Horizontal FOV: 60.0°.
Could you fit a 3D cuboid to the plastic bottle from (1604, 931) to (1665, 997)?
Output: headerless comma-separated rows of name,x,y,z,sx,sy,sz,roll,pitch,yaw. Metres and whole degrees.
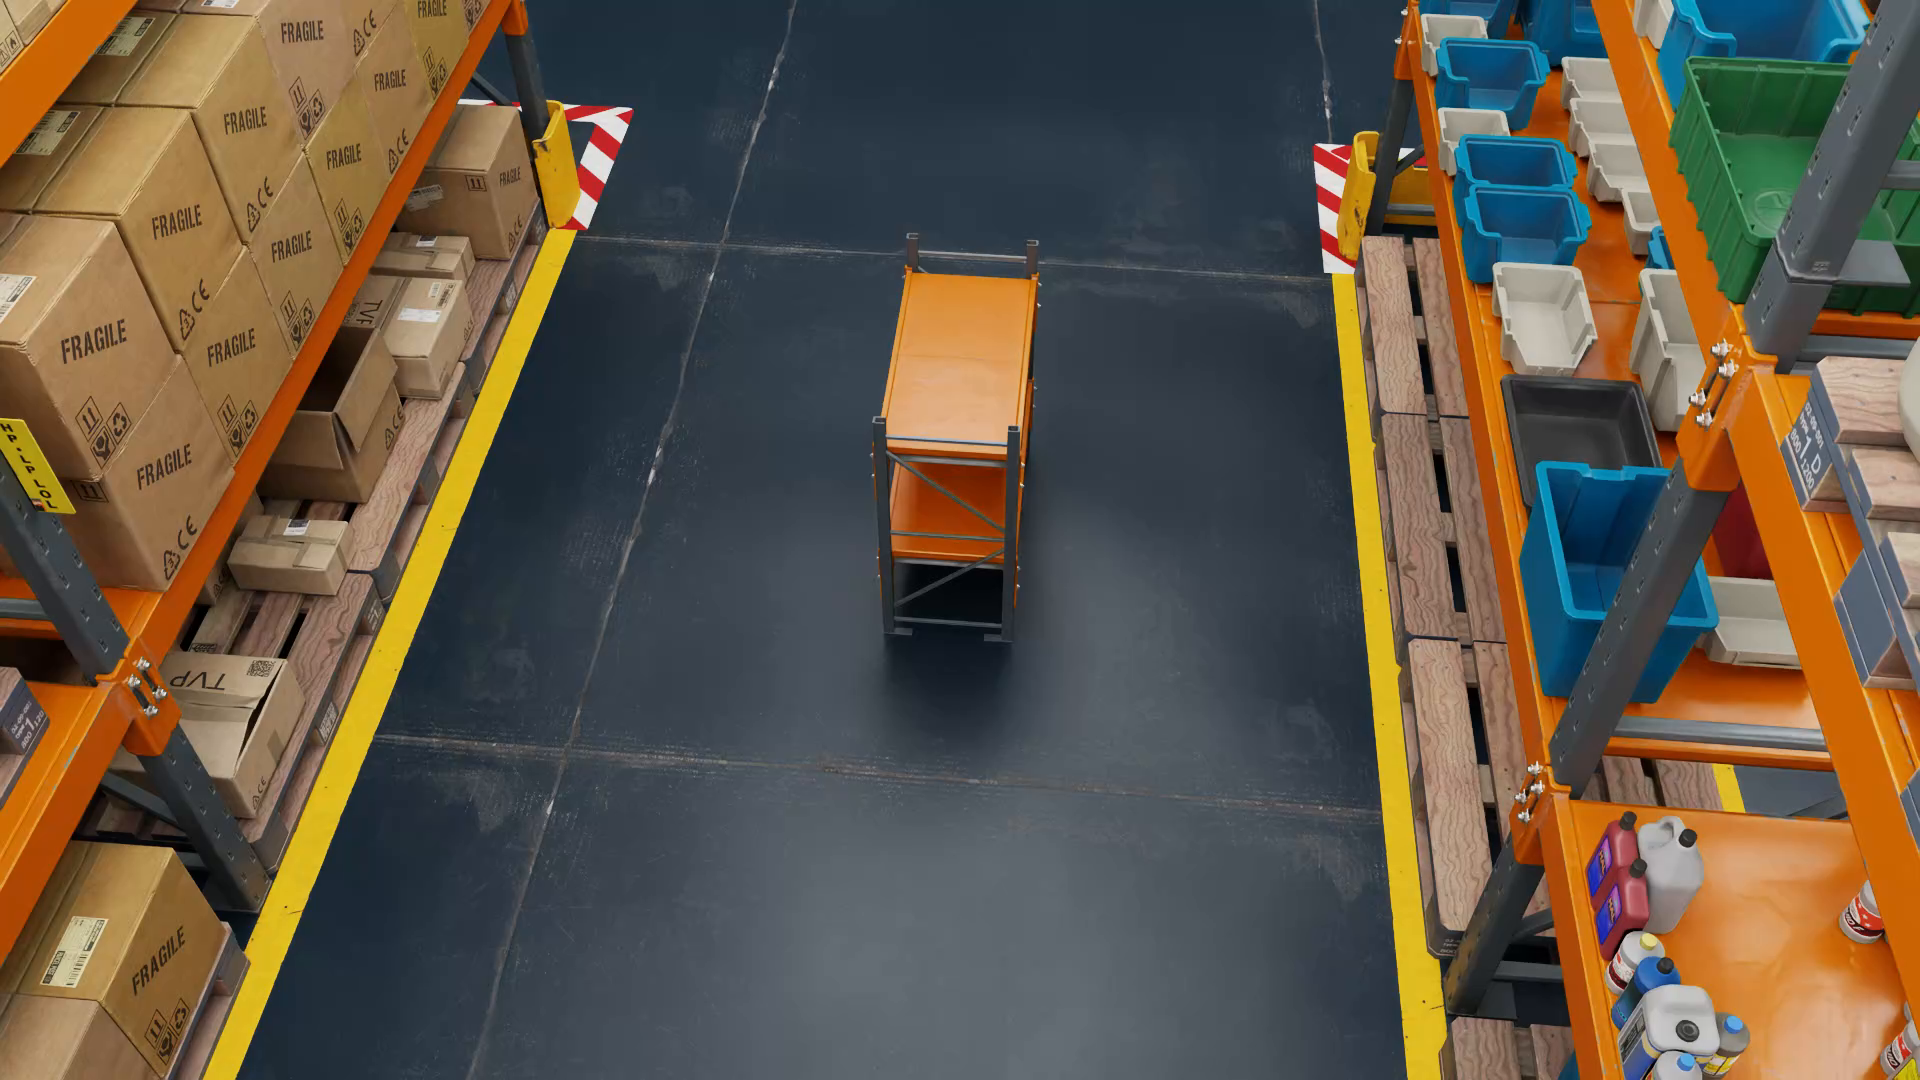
plastic bottle,1.612,1.002,3.961,0.097,0.201,0.097,0,48,0

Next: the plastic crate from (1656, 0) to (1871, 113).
plastic crate,1.840,-1.136,3.863,0.416,0.233,0.300,4,48,4

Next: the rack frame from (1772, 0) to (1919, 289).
rack frame,2.075,-1.514,2.062,1.000,3.000,0.127,4,48,4

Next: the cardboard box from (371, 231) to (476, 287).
cardboard box,-2.424,-1.249,7.508,0.380,0.166,0.250,4,48,4

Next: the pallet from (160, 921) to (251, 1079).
pallet,-2.894,1.716,5.063,1.003,0.211,1.213,4,48,4

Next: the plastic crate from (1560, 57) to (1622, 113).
plastic crate,2.545,-1.749,6.480,0.396,0.136,0.243,4,48,4

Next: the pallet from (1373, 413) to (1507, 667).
pallet,2.212,0.010,6.624,1.003,0.211,1.213,4,48,4

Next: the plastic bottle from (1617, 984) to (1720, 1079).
plastic bottle,1.620,1.136,3.788,0.152,0.276,0.135,4,48,4

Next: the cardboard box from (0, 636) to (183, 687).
cardboard box,-3.088,0.432,5.744,0.500,0.500,0.500,4,48,4

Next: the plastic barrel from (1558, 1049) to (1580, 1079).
plastic barrel,2.008,1.476,4.531,0.600,0.901,0.708,4,48,4

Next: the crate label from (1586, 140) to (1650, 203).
crate label,2.503,-1.330,6.098,0.396,0.136,0.243,4,48,4

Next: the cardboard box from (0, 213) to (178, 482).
cardboard box,-2.534,-0.524,4.477,0.500,0.500,0.500,5,48,5

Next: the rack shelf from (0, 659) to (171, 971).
rack shelf,-3.040,1.887,3.505,1.077,0.370,4.000,4,48,4

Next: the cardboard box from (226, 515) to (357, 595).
cardboard box,-2.535,0.052,6.317,0.380,0.166,0.250,4,48,4

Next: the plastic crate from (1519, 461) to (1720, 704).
plastic crate,1.778,0.130,4.595,0.392,0.384,0.575,4,48,4

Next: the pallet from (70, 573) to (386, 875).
pallet,-2.794,0.611,6.074,1.003,0.211,1.213,4,48,4

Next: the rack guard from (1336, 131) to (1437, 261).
rack guard,2.429,-1.604,7.904,1.175,0.500,0.348,4,48,4

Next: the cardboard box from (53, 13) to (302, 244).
cardboard box,-2.441,-1.281,5.169,0.500,0.500,0.500,3,48,2

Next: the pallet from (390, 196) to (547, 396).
pallet,-2.572,-1.182,7.714,1.003,0.211,1.213,4,48,4

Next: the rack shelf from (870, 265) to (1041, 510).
rack shelf,0.001,-0.582,6.149,0.538,0.278,1.000,4,48,4

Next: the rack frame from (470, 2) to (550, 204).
rack frame,-2.493,-2.765,7.272,1.000,3.000,0.127,4,48,4

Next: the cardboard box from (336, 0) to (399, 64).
cardboard box,-2.348,-2.038,5.861,0.500,0.500,0.500,5,48,5

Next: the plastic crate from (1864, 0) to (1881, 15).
plastic crate,2.461,-1.352,4.035,0.497,0.269,0.590,4,48,4

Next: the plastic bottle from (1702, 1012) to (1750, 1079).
plastic bottle,1.746,1.156,3.821,0.097,0.201,0.097,0,48,0

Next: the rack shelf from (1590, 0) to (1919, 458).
rack shelf,2.257,-1.729,4.779,1.077,0.370,4.000,4,48,4

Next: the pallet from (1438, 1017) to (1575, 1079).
pallet,1.963,2.016,4.789,1.003,0.211,1.213,4,48,4

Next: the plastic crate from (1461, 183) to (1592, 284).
plastic crate,1.942,-1.045,5.772,0.416,0.233,0.300,4,48,4

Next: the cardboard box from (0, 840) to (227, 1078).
cardboard box,-2.617,1.252,4.994,0.500,0.500,0.500,4,48,3

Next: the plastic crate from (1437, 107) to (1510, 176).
plastic crate,1.916,-1.472,6.228,0.250,0.136,0.298,4,48,4

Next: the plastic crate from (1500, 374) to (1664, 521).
plastic crate,1.909,-0.257,5.124,0.437,0.125,0.590,4,48,4

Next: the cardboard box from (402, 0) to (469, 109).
cardboard box,-2.307,-2.069,6.568,0.500,0.500,0.500,4,48,4

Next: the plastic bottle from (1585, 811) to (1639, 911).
plastic bottle,1.617,0.791,4.099,0.061,0.283,0.133,4,48,4

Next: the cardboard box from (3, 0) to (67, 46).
cardboard box,-2.517,-1.495,4.179,0.500,0.250,0.500,4,48,4

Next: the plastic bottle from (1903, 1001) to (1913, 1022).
plastic bottle,2.305,1.070,3.899,0.097,0.201,0.097,0,48,0

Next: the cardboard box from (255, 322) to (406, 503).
cardboard box,-2.691,-0.512,6.605,0.797,0.503,0.637,4,48,4

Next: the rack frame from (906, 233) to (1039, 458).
rack frame,0.047,-0.758,6.707,0.500,1.125,0.032,4,48,4

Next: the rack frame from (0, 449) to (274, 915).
rack frame,-2.858,0.175,4.583,1.000,3.000,0.127,4,48,4

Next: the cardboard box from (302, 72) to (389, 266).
cardboard box,-2.404,-1.333,5.894,0.500,0.500,0.500,3,48,3

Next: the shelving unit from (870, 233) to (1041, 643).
shelving unit,0.001,-0.385,6.365,0.538,1.125,1.048,4,48,4

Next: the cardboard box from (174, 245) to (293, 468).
cardboard box,-2.496,-0.592,5.217,0.500,0.500,0.500,5,48,4

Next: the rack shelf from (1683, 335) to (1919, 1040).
rack shelf,1.893,1.211,2.091,1.077,0.370,4.000,4,48,4

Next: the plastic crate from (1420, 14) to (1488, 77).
plastic crate,1.977,-1.971,6.683,0.250,0.136,0.298,4,48,4

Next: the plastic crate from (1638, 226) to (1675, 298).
plastic crate,2.508,-0.866,5.608,0.416,0.233,0.300,4,48,4

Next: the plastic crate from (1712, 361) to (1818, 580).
plastic crate,2.406,-0.170,4.815,0.402,0.464,0.583,4,48,4

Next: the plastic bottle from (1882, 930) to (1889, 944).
plastic bottle,2.361,0.864,4.037,0.152,0.276,0.135,4,48,4
